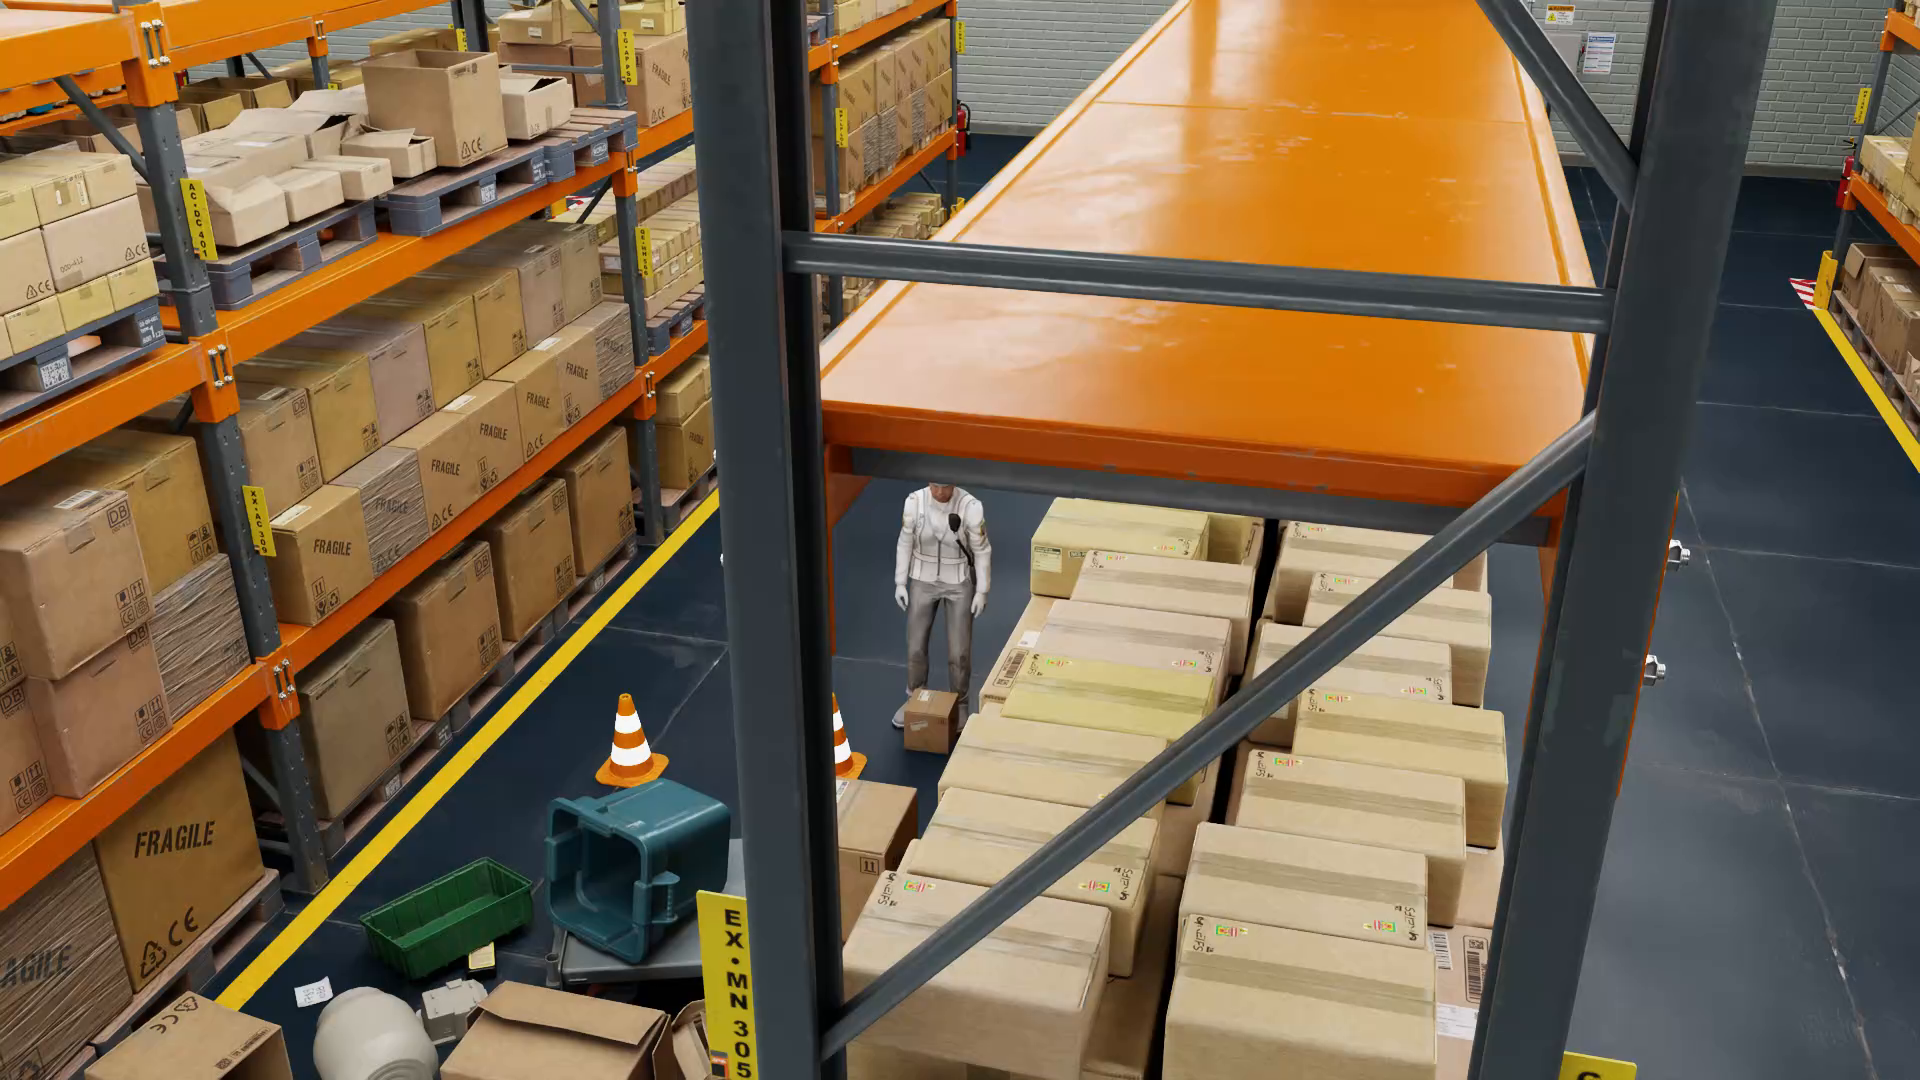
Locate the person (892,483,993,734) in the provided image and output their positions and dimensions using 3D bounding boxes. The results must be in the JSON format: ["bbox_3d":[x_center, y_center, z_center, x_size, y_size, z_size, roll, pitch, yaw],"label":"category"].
[{"bbox_3d":[-0.096,0.267,9.130,0.546,1.665,0.374,5,26,10],"label":"person"}]
